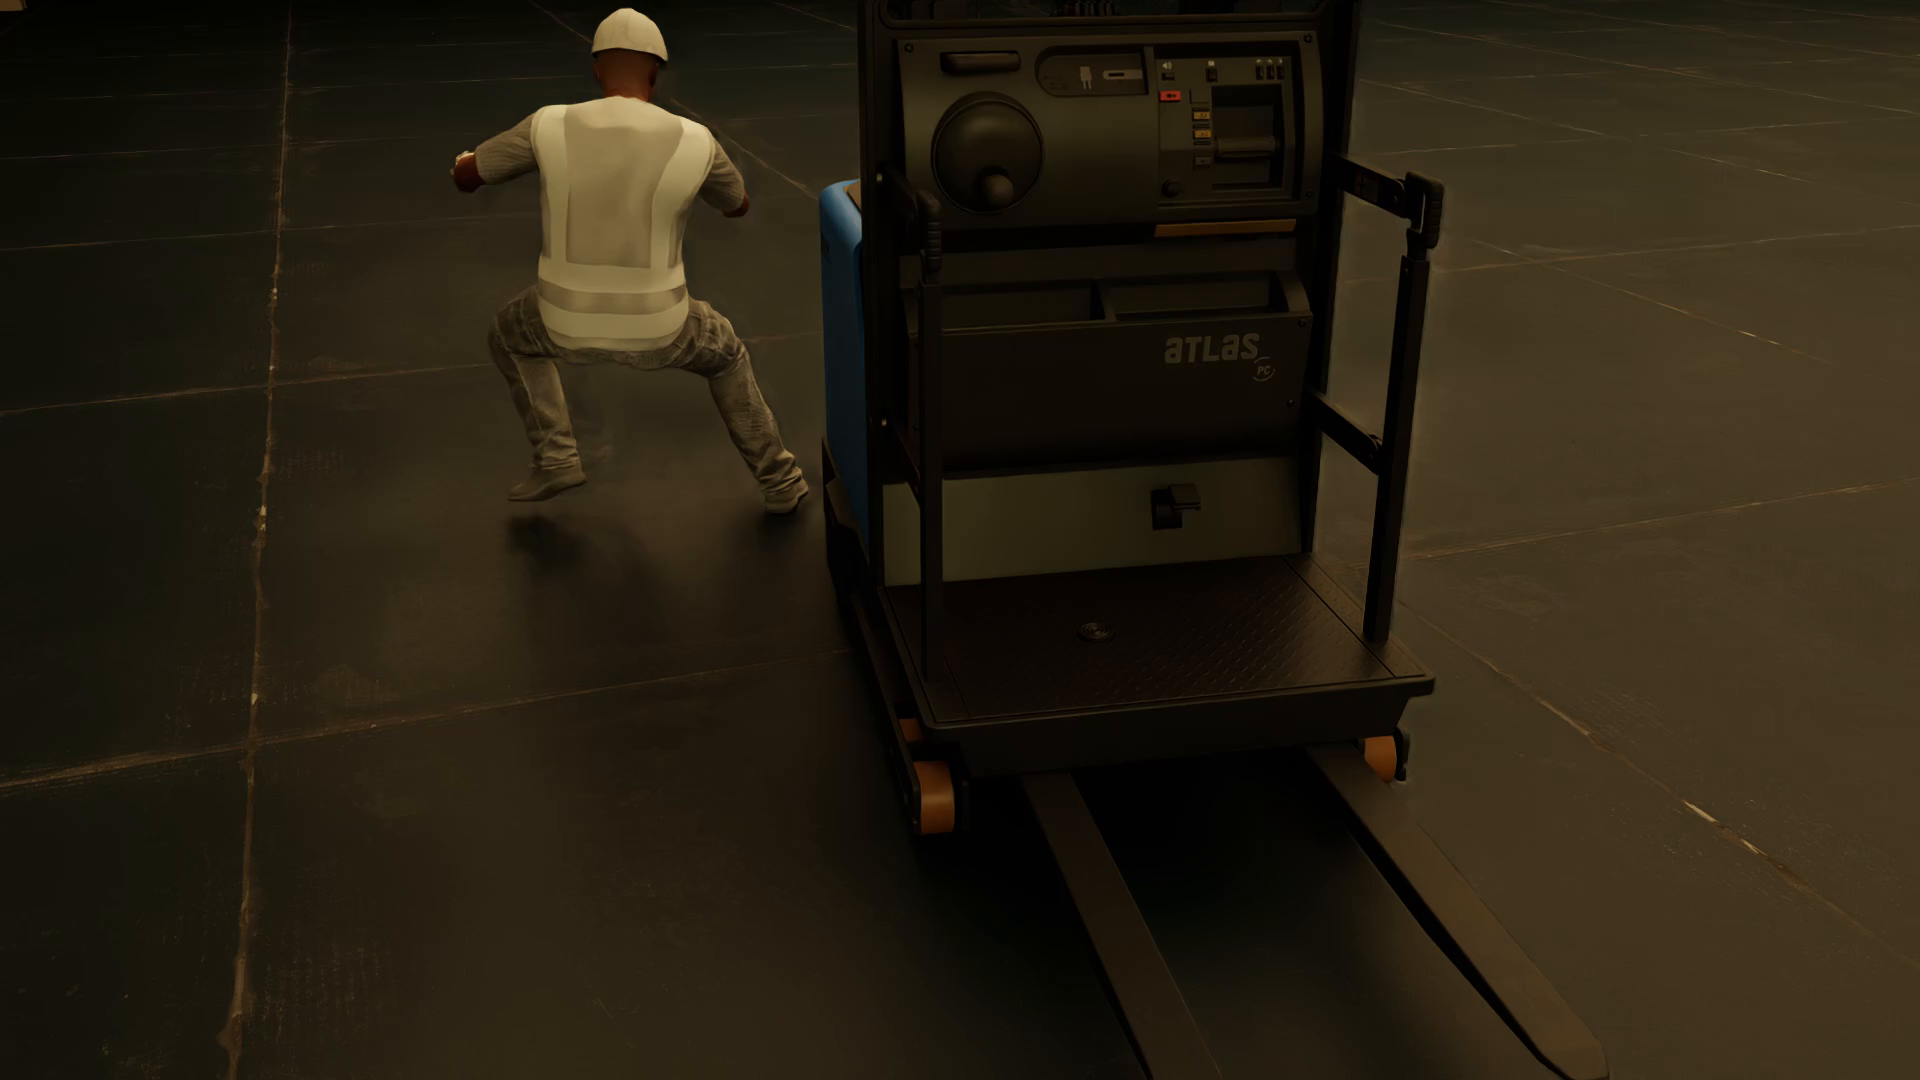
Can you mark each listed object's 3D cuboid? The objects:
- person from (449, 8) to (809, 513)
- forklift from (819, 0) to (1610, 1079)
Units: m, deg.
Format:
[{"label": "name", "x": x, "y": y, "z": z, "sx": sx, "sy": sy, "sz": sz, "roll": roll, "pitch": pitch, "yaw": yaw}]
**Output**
[{"label": "person", "x": -1.004, "y": -0.805, "z": 5.014, "sx": 1.043, "sy": 1.543, "sz": 0.788, "roll": -2, "pitch": 23, "yaw": -5}, {"label": "forklift", "x": 0.374, "y": -0.872, "z": 3.371, "sx": 1.130, "sy": 2.935, "sz": 3.031, "roll": -4, "pitch": 23, "yaw": -10}]
